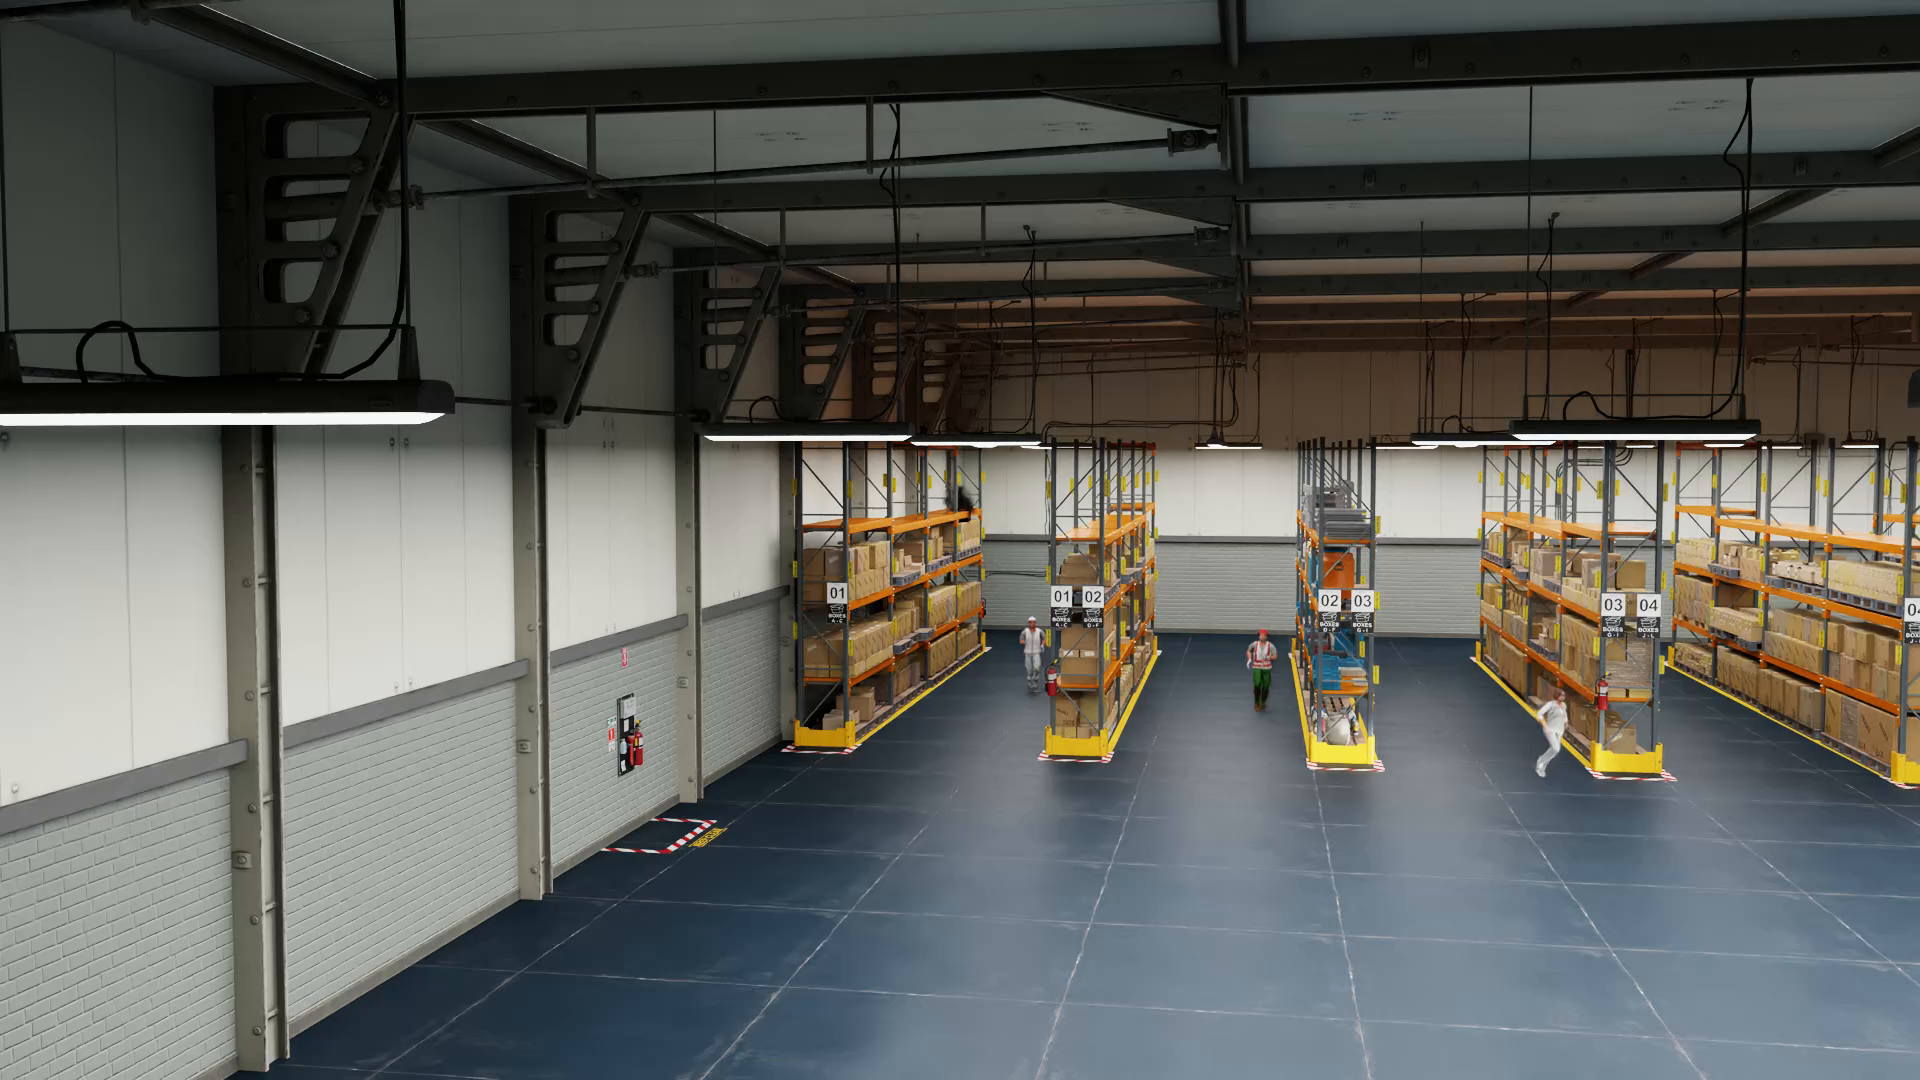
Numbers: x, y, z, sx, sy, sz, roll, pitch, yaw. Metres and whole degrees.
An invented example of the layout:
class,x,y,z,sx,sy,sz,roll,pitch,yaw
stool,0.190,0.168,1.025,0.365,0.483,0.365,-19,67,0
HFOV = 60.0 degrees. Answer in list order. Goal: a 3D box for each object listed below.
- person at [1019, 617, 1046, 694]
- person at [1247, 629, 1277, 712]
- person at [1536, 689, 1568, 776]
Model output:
class,x,y,z,sx,sy,sz,roll,pitch,yaw
person,1.724,2.740,39.539,0.634,1.830,0.713,0,3,5
person,6.679,2.884,36.789,0.644,1.830,0.752,0,3,7
person,10.511,3.406,29.380,0.551,1.545,0.534,-1,3,-24
